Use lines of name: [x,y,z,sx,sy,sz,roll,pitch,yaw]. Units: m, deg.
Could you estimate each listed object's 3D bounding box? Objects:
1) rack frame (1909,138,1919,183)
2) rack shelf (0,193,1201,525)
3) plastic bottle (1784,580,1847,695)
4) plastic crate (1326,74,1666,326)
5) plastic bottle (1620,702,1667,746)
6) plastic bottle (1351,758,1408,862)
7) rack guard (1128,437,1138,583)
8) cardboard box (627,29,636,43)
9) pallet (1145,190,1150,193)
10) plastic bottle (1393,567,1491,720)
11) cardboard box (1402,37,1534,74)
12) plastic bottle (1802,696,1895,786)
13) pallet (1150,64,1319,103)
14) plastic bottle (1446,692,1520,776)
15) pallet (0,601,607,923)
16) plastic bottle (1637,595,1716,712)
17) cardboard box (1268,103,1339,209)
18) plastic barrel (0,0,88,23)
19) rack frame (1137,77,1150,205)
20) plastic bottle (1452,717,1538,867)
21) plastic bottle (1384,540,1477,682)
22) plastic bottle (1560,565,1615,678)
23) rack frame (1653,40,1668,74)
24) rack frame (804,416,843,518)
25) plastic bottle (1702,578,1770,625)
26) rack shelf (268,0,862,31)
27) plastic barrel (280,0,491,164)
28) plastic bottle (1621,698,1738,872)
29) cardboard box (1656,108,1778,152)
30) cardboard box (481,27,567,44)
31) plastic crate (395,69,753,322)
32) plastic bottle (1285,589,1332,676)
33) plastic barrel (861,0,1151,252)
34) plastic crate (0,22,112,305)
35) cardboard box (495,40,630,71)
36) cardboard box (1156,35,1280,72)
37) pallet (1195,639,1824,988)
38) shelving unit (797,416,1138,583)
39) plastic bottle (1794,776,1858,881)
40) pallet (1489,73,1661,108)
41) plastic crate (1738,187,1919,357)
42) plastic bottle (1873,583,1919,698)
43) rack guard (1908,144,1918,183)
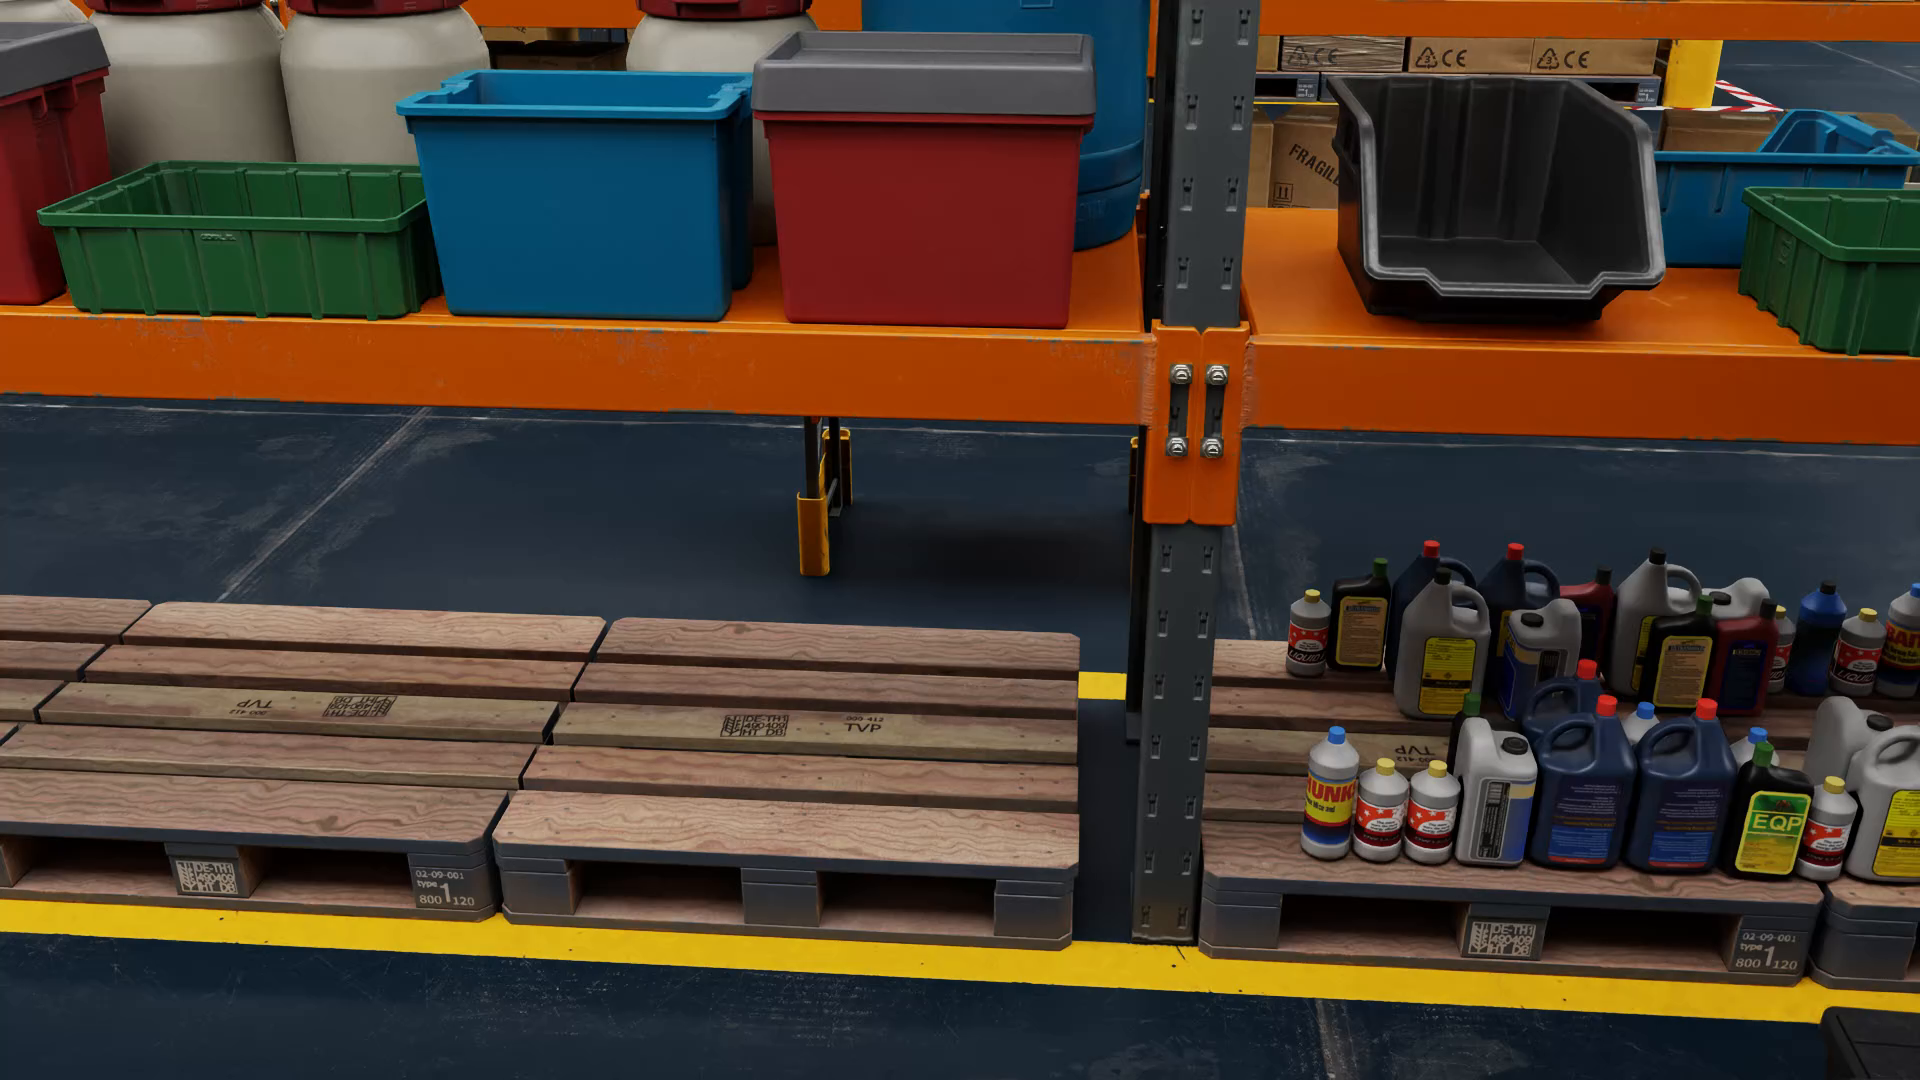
rack frame: [4.824,-2.672,7.469,0.127,3.000,1.000,2,25,4]
rack shelf: [-1.538,-0.473,3.551,4.000,0.370,1.077,2,25,4]
plastic bottle: [2.017,0.223,3.915,0.097,0.271,0.097,0,25,0]
plastic crate: [0.969,-0.638,3.123,0.504,0.338,0.767,2,25,4]
plastic bottle: [1.383,0.457,3.407,0.097,0.271,0.097,0,25,0]
plastic bottle: [0.842,0.531,3.328,0.097,0.201,0.097,0,25,0]
rack guard: [0.573,-0.095,5.158,0.087,0.250,0.587,2,25,4]
cardboard box: [-2.072,-4.104,12.770,0.750,0.750,1.050,2,25,3]
pallet: [1.508,-1.527,8.316,1.213,0.211,1.003,2,25,4]
plastic bottle: [1.109,0.228,3.809,0.185,0.351,0.144,2,25,4]
cardboard box: [3.746,-3.983,12.358,0.875,0.875,0.875,1,25,3]
plastic bottle: [1.828,0.457,3.400,0.135,0.276,0.152,2,25,4]
pallet: [2.068,-3.541,12.692,1.213,0.211,1.003,2,25,4]
plastic bottle: [1.073,0.446,3.417,0.133,0.283,0.061,2,25,4]
pallet: [-1.549,0.484,3.946,1.213,0.211,1.003,2,25,4]
plastic bottle: [1.652,0.259,3.823,0.133,0.283,0.061,2,25,4]
cardboard box: [1.803,-1.811,8.085,0.500,0.500,0.500,10,27,21]
plastic barrel: [-2.070,-0.957,3.609,0.421,0.512,0.421,0,25,0]
rack frame: [0.836,-2.800,7.747,0.127,3.000,1.000,2,25,4]
plastic bottle: [1.065,0.493,3.322,0.135,0.276,0.152,3,25,6]
plastic bottle: [1.121,0.168,3.939,0.185,0.351,0.144,1,25,3]
plastic bottle: [1.478,0.193,3.966,0.133,0.283,0.061,3,25,8]
rack frame: [5.304,-4.736,11.955,0.127,3.000,1.000,2,25,4]
rack frame: [-0.422,-0.695,4.966,0.032,1.500,0.500,2,25,4]
plastic bottle: [1.796,0.225,3.904,0.135,0.276,0.152,2,25,5]
rack shelf: [-1.159,-2.538,8.037,4.000,0.370,1.077,2,25,4]
plastic barrel: [-1.212,-0.943,3.549,0.433,0.535,0.433,0,25,0]
plastic bottle: [1.418,0.472,3.278,0.185,0.351,0.144,1,25,2]
cardboard box: [3.604,-1.759,7.973,0.500,0.500,0.500,8,26,18]
cardboard box: [-3.348,-3.960,12.755,0.500,0.500,0.500,2,25,4]
plastic crate: [-0.667,-0.634,3.059,0.575,0.384,0.392,2,25,4]
plastic bottle: [0.842,0.217,4.011,0.097,0.201,0.097,0,25,0]
plastic barrel: [0.094,-1.102,3.458,0.708,0.901,0.600,2,25,4]
plastic crate: [-1.944,-0.714,3.136,0.583,0.464,0.402,2,25,4]
cardboard box: [-1.953,-2.312,8.252,0.500,0.250,0.500,5,25,10]
cardboard box: [1.938,-4.041,12.482,0.875,0.875,0.875,2,25,5]
pallet: [1.123,0.570,3.760,1.213,0.211,1.003,2,25,4]
shelving unit: [0.076,-0.679,4.931,1.083,1.500,0.587,2,25,4]
plastic bottle: [1.698,0.559,3.268,0.097,0.201,0.097,0,25,0]
pallet: [4.501,-3.463,12.523,1.213,0.211,1.003,2,25,4]
plastic crate: [1.788,-0.479,2.955,0.662,0.188,0.450,2,25,4]
plastic bottle: [2.219,0.229,3.900,0.097,0.271,0.097,0,25,0]
rack guard: [4.748,-1.539,7.997,0.348,0.500,1.175,2,25,4]
